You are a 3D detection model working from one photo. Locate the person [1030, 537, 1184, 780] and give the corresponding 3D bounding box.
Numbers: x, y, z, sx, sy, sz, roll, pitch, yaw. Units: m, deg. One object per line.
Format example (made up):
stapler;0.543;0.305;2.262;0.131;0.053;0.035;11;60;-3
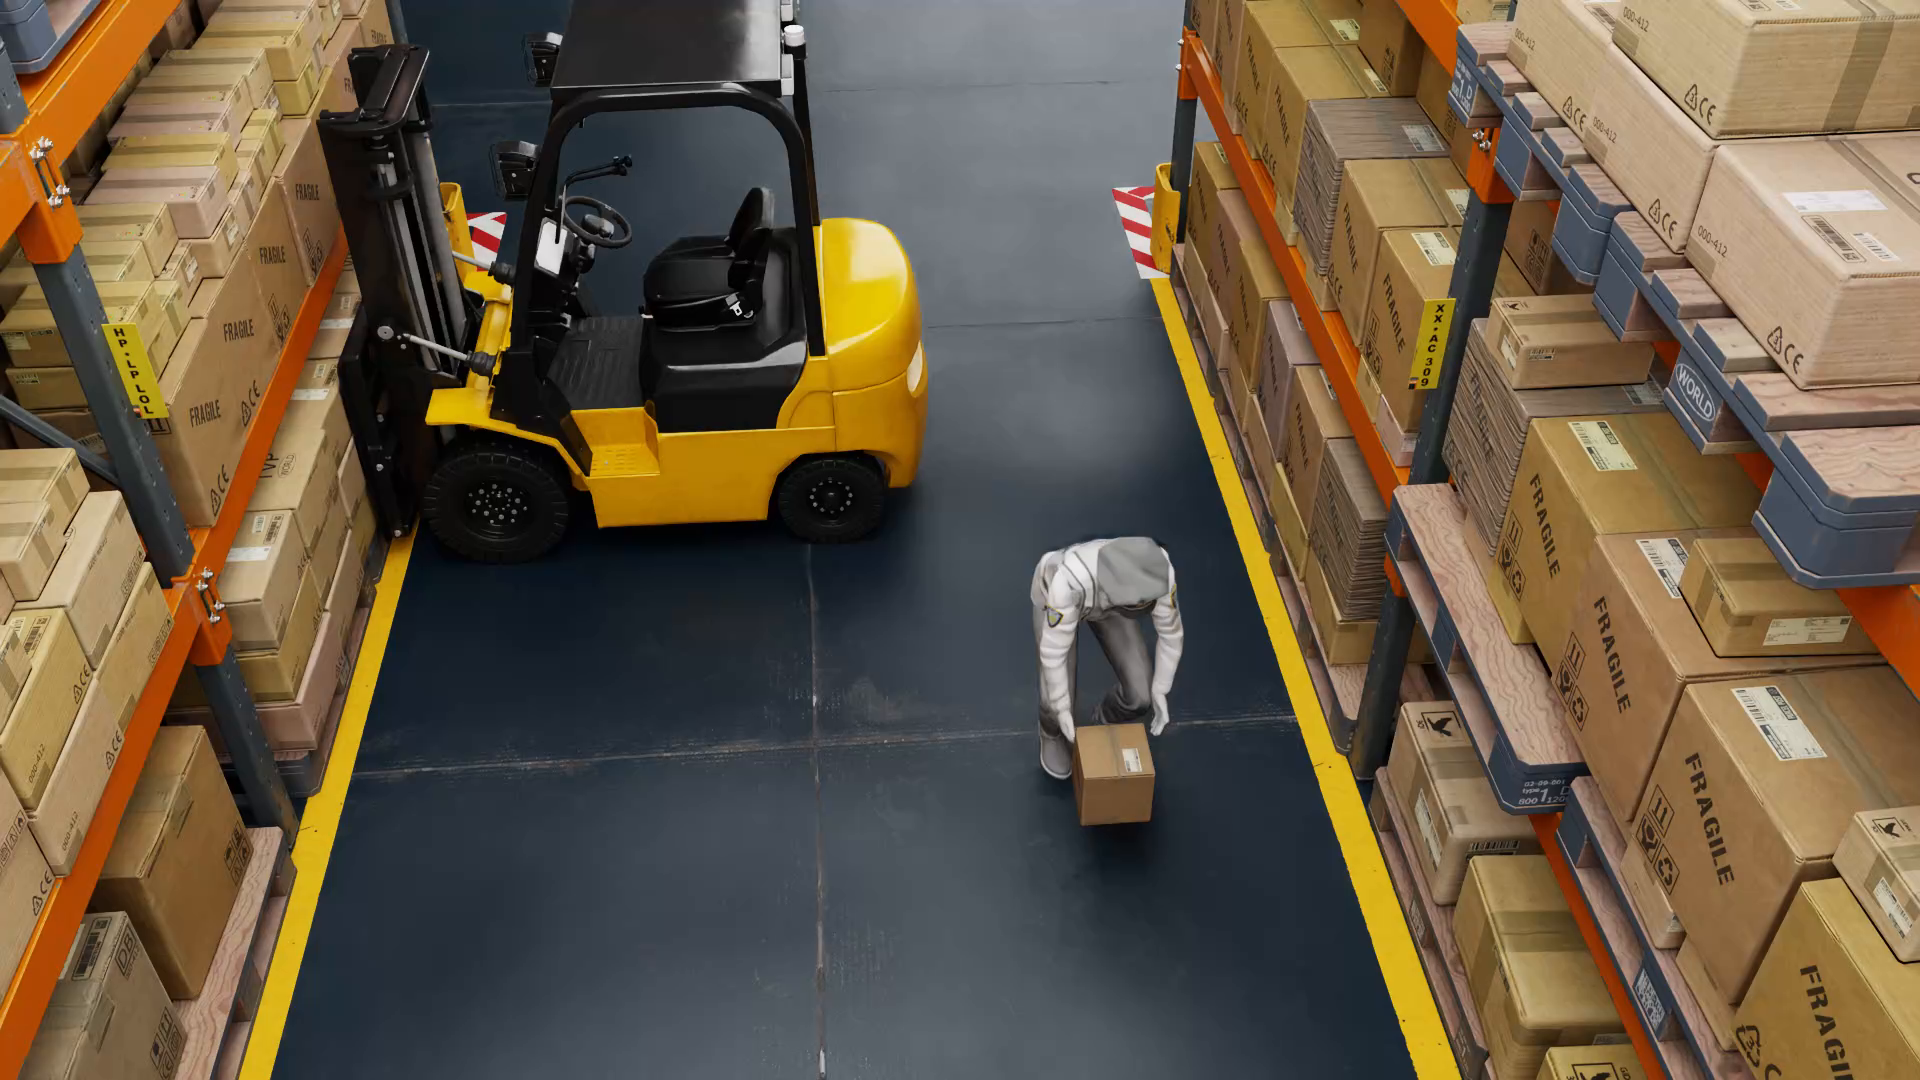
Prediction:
person;0.524;0.367;6.047;0.530;1.239;0.771;-6;40;-7
